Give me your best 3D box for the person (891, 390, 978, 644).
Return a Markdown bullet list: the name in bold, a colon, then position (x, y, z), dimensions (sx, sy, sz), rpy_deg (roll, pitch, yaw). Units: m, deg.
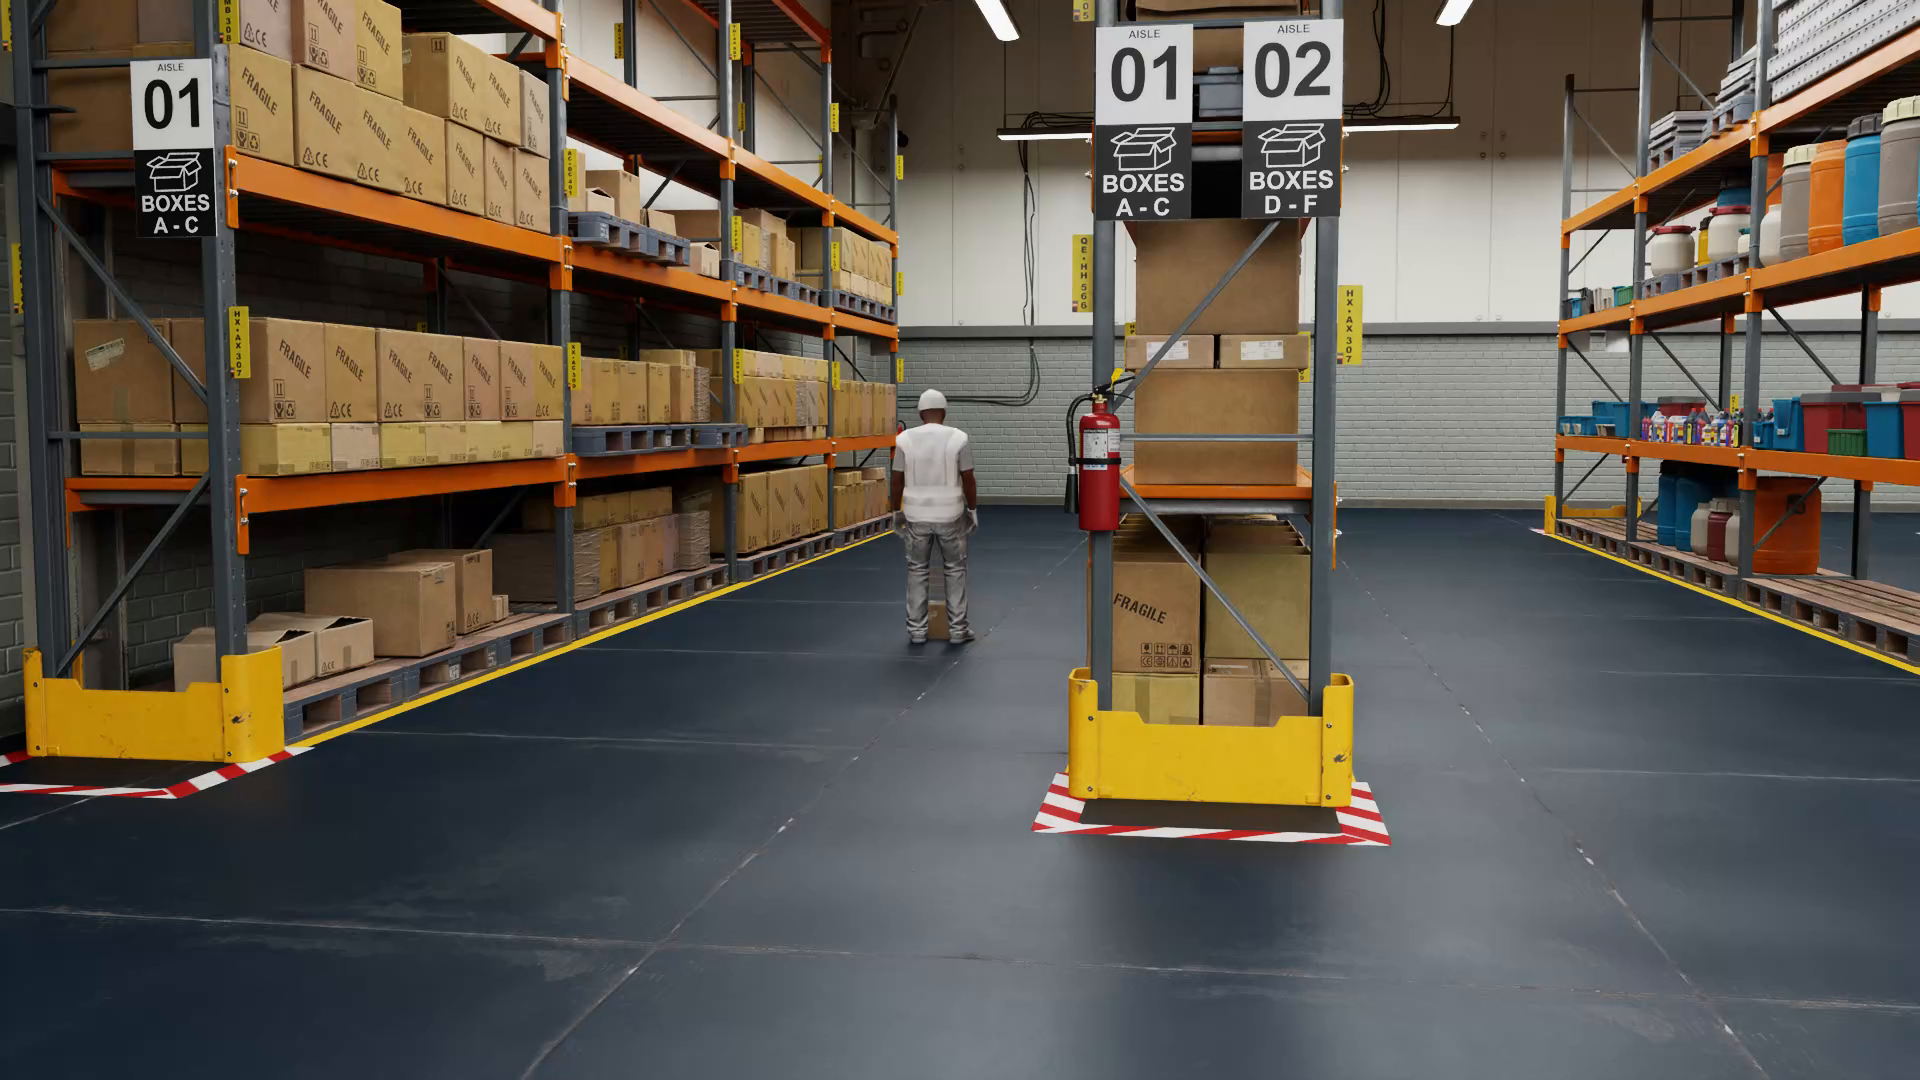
- **person**: position (-0.178, -0.166, 11.676), dimensions (0.608, 1.773, 0.449), rpy_deg (0, 4, 6)
